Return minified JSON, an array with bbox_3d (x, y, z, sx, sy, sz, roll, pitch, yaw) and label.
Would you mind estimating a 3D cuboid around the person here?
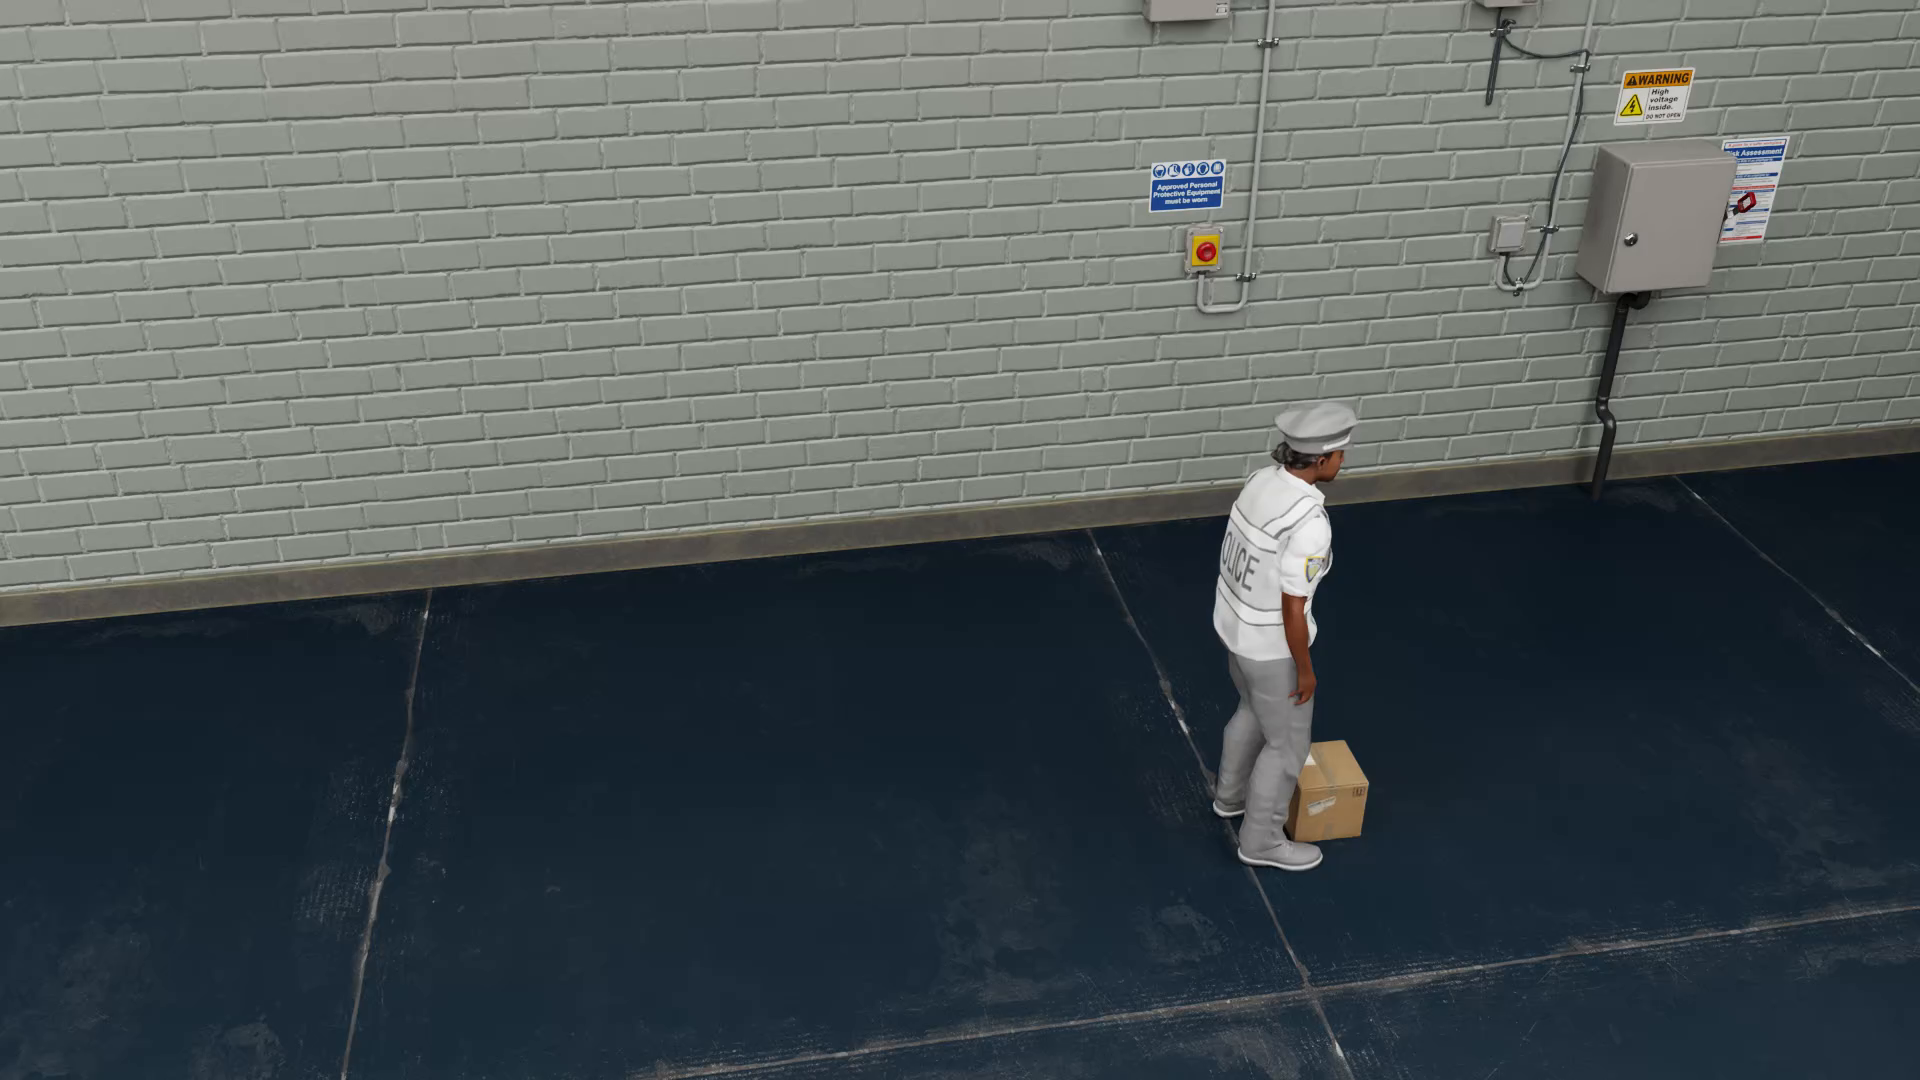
[{"bbox_3d":[1.067,0.335,5.575,0.395,1.655,0.499,-7,32,-11],"label":"person"}]
